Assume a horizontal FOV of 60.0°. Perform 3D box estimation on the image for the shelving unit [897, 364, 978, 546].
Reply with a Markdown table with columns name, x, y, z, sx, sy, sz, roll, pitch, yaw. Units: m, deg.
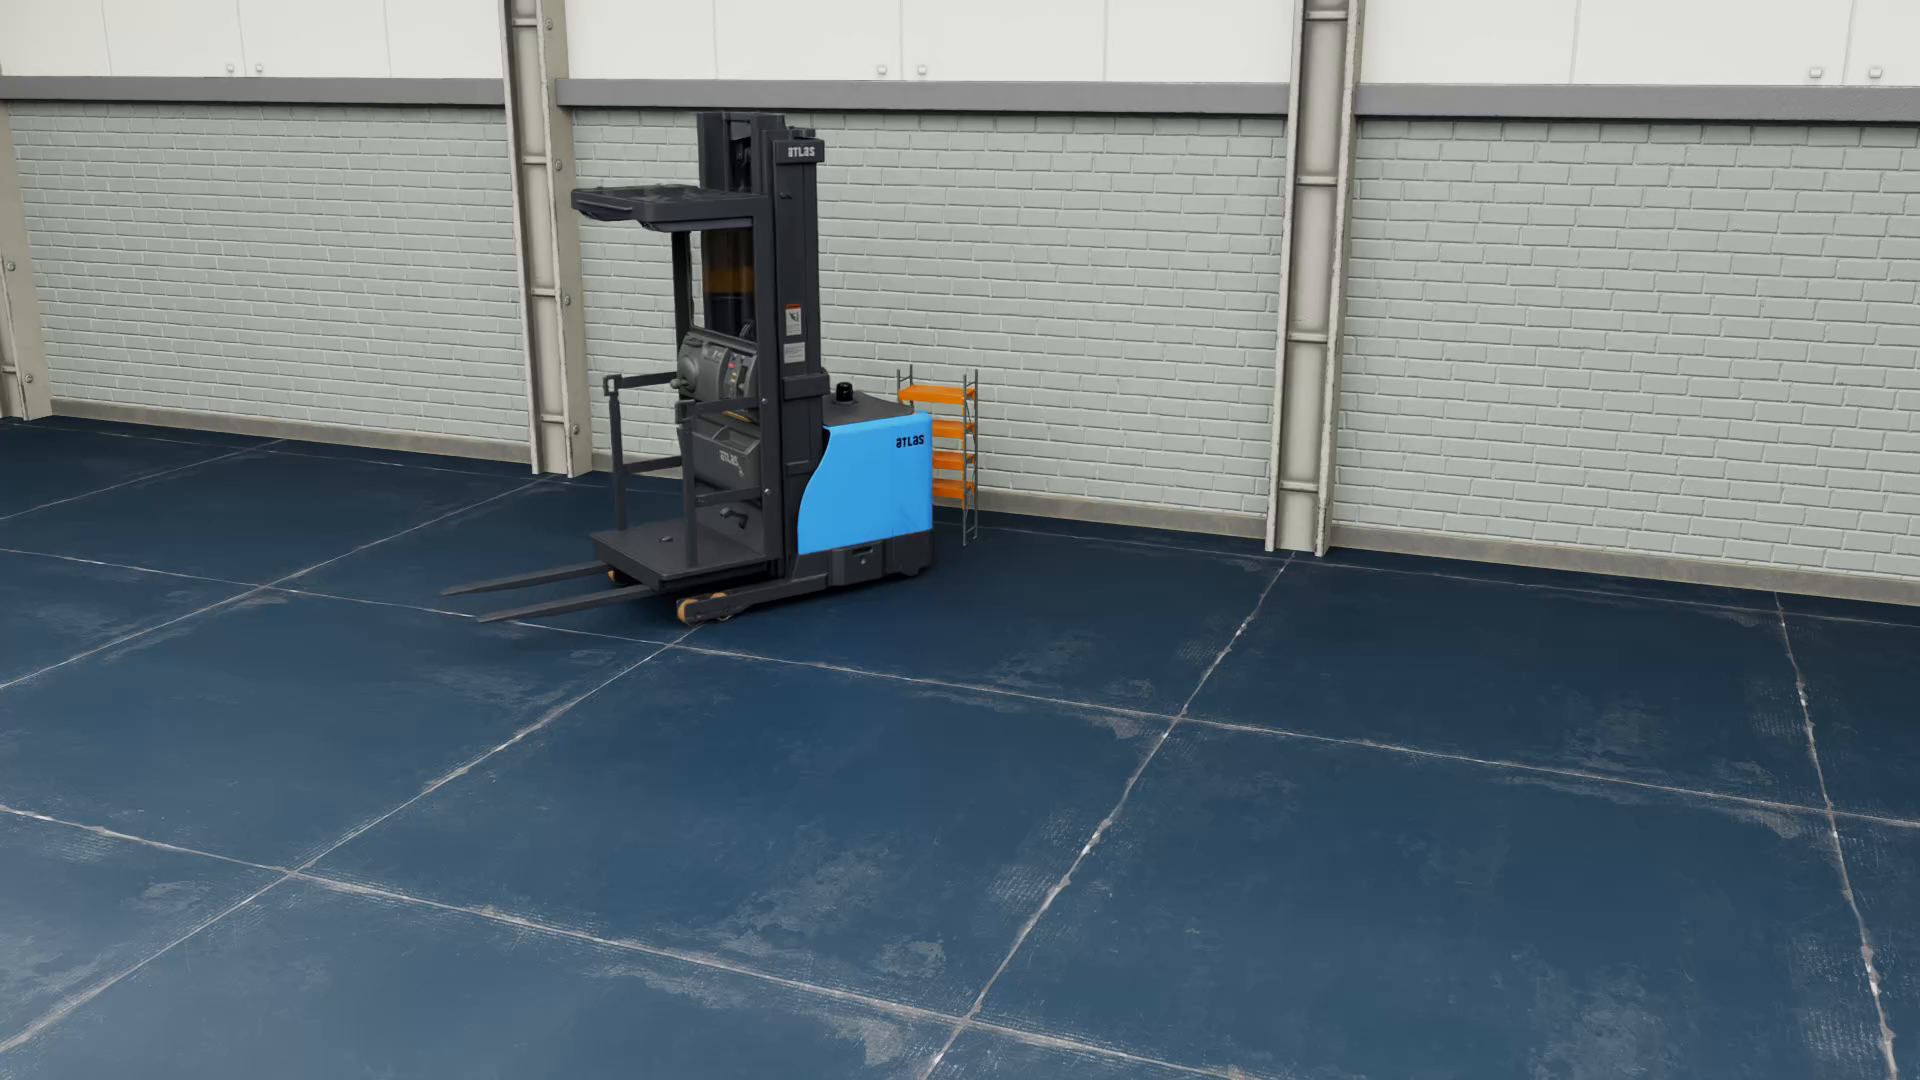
| name | x | y | z | sx | sy | sz | roll | pitch | yaw |
| --- | --- | --- | --- | --- | --- | --- | --- | --- | --- |
| shelving unit | -0.154 | -0.593 | 11.565 | 0.503 | 1.200 | 0.258 | 6 | 17 | 21 |

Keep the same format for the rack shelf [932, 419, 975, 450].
| name | x | y | z | sx | sy | sz | roll | pitch | yaw |
| --- | --- | --- | --- | --- | --- | --- | --- | --- | --- |
| rack shelf | -0.154 | -0.743 | 11.521 | 0.480 | 0.148 | 0.258 | 6 | 17 | 21 |

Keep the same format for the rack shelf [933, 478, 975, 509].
| name | x | y | z | sx | sy | sz | roll | pitch | yaw |
| --- | --- | --- | --- | --- | --- | --- | --- | --- | --- |
| rack shelf | -0.154 | -0.338 | 11.639 | 0.480 | 0.148 | 0.258 | 6 | 17 | 21 |

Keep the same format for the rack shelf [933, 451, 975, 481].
| name | x | y | z | sx | sy | sz | roll | pitch | yaw |
| --- | --- | --- | --- | --- | --- | --- | --- | --- | --- |
| rack shelf | -0.154 | -0.529 | 11.583 | 0.480 | 0.148 | 0.258 | 6 | 17 | 21 |

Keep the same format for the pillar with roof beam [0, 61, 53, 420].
| name | x | y | z | sx | sy | sz | roll | pitch | yaw |
| --- | --- | --- | --- | --- | --- | --- | --- | --- | --- |
| pillar with roof beam | -10.407 | -4.381 | 10.622 | 0.400 | 9.000 | 9.100 | 6 | 17 | 21 |

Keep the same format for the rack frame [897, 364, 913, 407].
| name | x | y | z | sx | sy | sz | roll | pitch | yaw |
| --- | --- | --- | --- | --- | --- | --- | --- | --- | --- |
| rack frame | -0.381 | -0.618 | 11.651 | 0.015 | 1.200 | 0.240 | 6 | 17 | 21 |

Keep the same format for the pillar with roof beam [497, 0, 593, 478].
| name | x | y | z | sx | sy | sz | roll | pitch | yaw |
| --- | --- | --- | --- | --- | --- | --- | --- | --- | --- |
| pillar with roof beam | -4.826 | -3.767 | 8.508 | 0.400 | 9.000 | 9.100 | 6 | 17 | 21 |

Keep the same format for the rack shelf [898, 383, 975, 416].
| name | x | y | z | sx | sy | sz | roll | pitch | yaw |
| --- | --- | --- | --- | --- | --- | --- | --- | --- | --- |
| rack shelf | -0.154 | -0.971 | 11.455 | 0.480 | 0.148 | 0.258 | 6 | 17 | 21 |

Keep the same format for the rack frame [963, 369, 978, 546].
| name | x | y | z | sx | sy | sz | roll | pitch | yaw |
| --- | --- | --- | --- | --- | --- | --- | --- | --- | --- |
| rack frame | 0.073 | -0.568 | 11.479 | 0.015 | 1.200 | 0.240 | 6 | 17 | 21 |

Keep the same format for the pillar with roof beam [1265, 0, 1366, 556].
| name | x | y | z | sx | sy | sz | roll | pitch | yaw |
| --- | --- | --- | --- | --- | --- | --- | --- | --- | --- |
| pillar with roof beam | 0.756 | -3.153 | 6.394 | 0.400 | 9.000 | 9.100 | 6 | 17 | 21 |

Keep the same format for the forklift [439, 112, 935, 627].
| name | x | y | z | sx | sy | sz | roll | pitch | yaw |
| --- | --- | --- | --- | --- | --- | --- | --- | --- | --- |
| forklift | -1.655 | -1.058 | 10.062 | 3.031 | 2.935 | 1.130 | -11 | 20 | -34 |
